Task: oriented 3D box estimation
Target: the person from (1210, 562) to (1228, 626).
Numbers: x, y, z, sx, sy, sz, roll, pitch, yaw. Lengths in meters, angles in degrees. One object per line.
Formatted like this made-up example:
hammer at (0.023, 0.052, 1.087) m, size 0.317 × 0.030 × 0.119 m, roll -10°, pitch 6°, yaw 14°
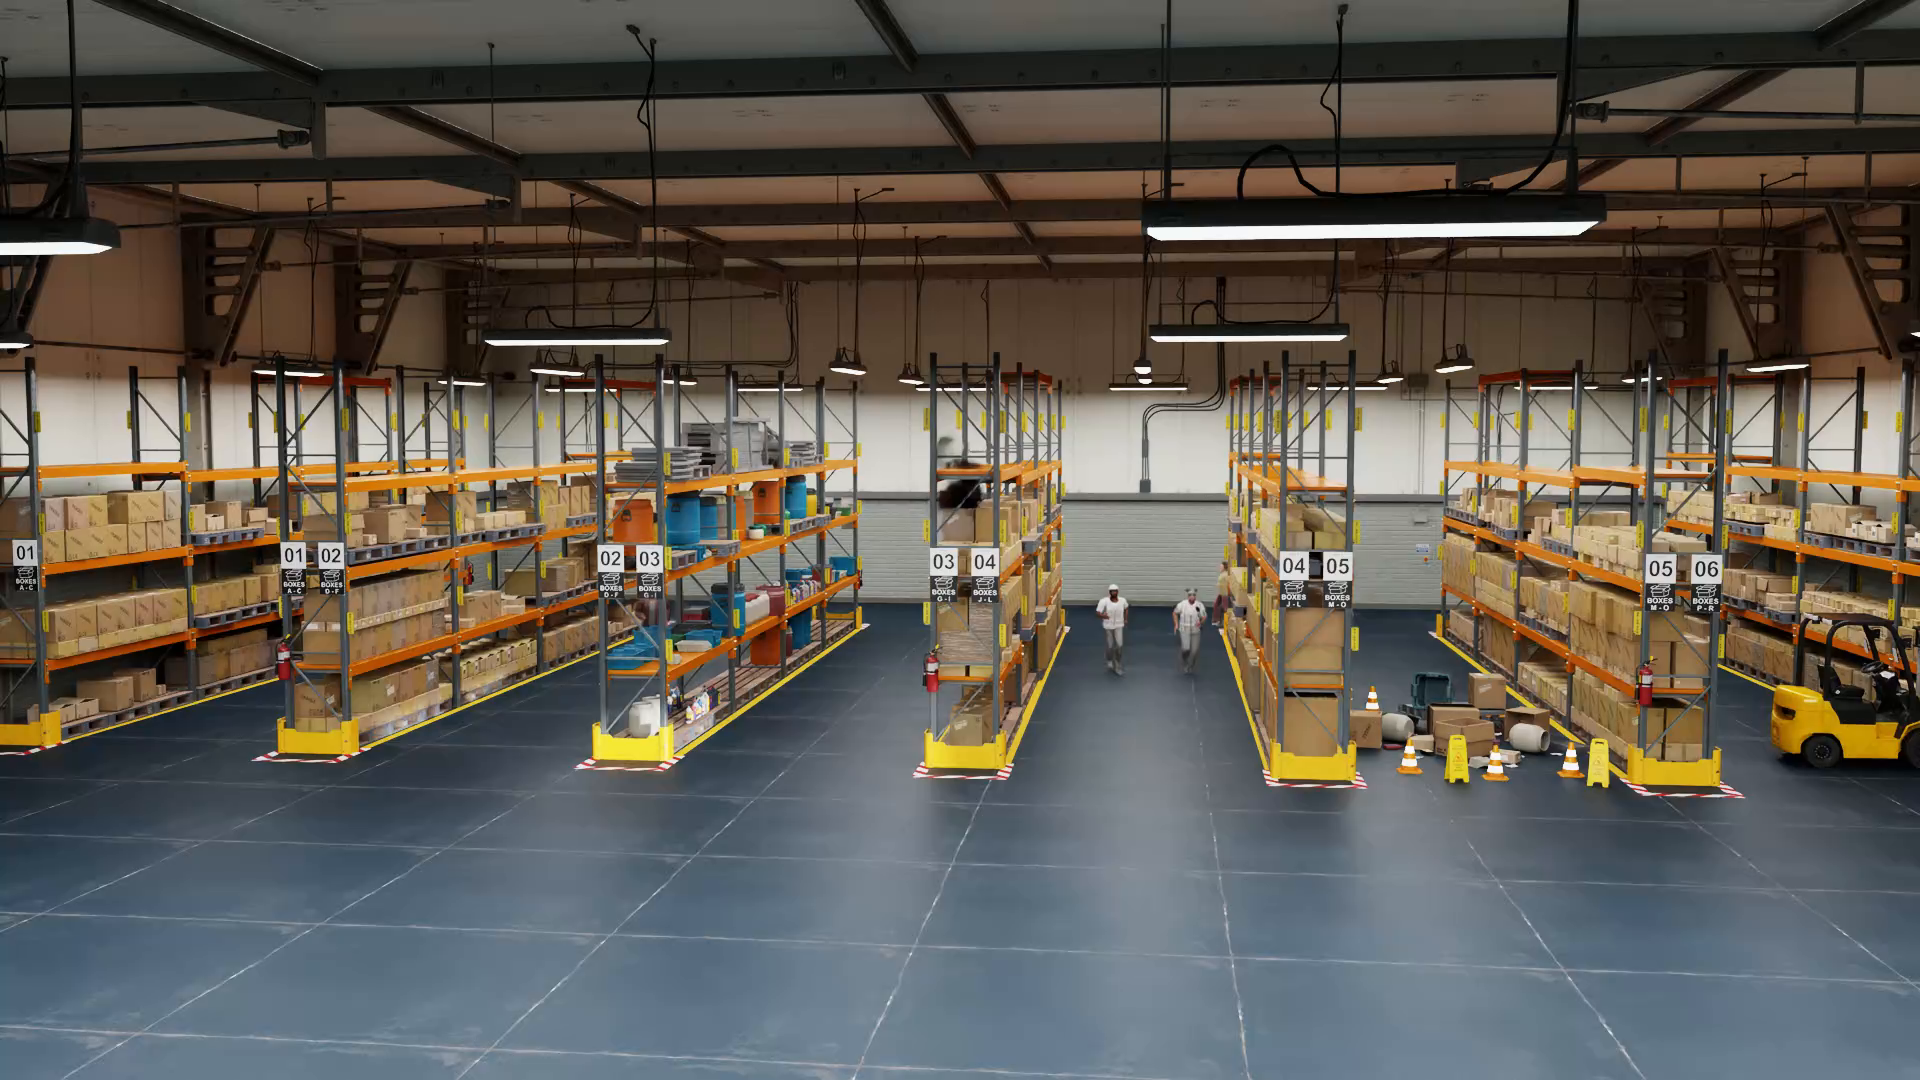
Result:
person at (6.532, 1.354, 40.655) m, size 0.750 × 1.685 × 0.728 m, roll 0°, pitch 4°, yaw -5°

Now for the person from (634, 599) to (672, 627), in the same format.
person at (-6.068, 1.804, 32.790) m, size 0.684 × 1.843 × 0.863 m, roll 0°, pitch 4°, yaw 1°

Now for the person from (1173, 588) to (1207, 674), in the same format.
person at (4.556, 1.802, 32.856) m, size 0.637 × 1.734 × 0.733 m, roll 0°, pitch 4°, yaw 1°

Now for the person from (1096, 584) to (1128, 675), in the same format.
person at (3.052, 1.786, 33.245) m, size 0.680 × 1.824 × 0.759 m, roll 0°, pitch 4°, yaw 0°
